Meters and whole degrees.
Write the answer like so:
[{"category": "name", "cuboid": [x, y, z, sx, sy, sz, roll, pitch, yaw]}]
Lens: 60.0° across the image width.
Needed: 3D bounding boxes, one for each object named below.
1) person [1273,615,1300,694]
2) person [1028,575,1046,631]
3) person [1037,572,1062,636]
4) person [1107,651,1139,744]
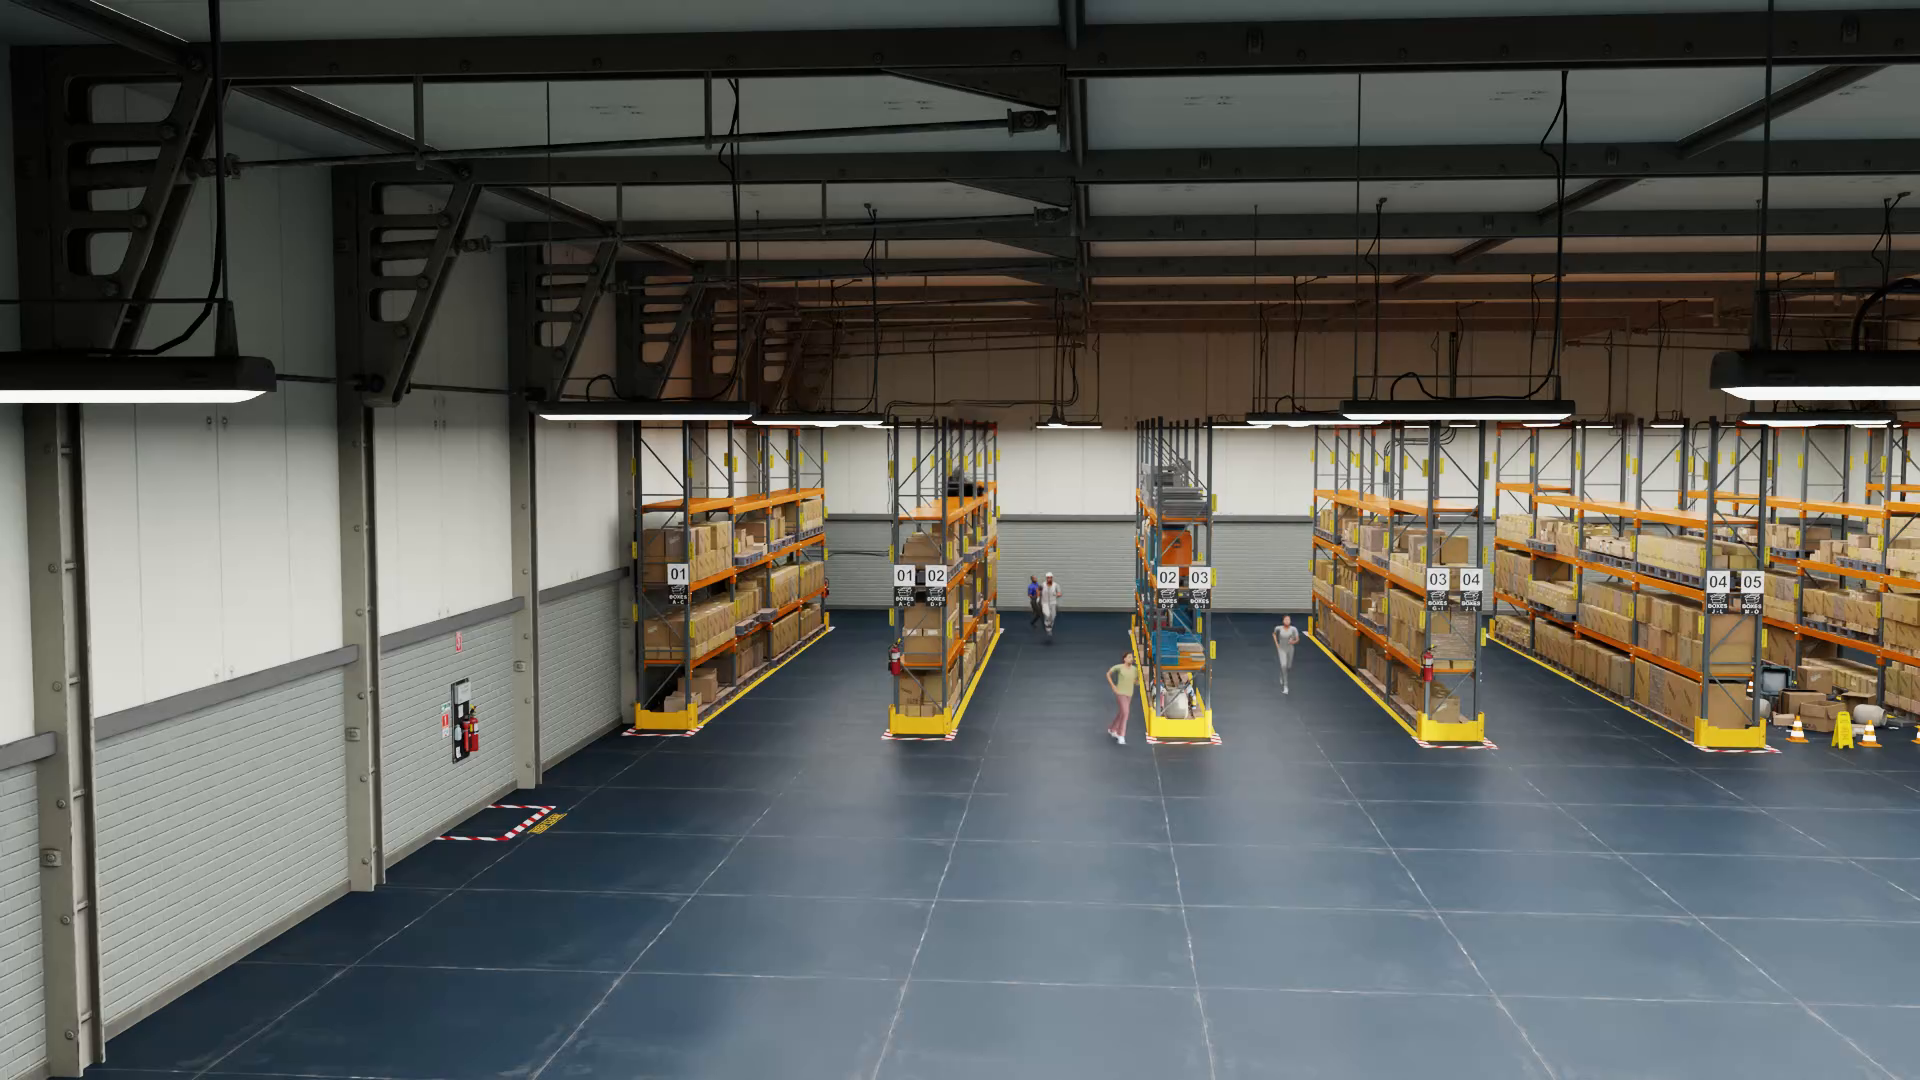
[{"category": "person", "cuboid": [7.226, 2.494, 36.804, 0.533, 1.700, 1.067, 0, 4, -3]}, {"category": "person", "cuboid": [2.194, 1.803, 47.585, 0.790, 1.624, 0.608, 4, 5, 45]}, {"category": "person", "cuboid": [2.403, 1.744, 44.857, 0.660, 1.757, 0.984, 0, 4, -3]}, {"category": "person", "cuboid": [3.037, 2.903, 30.842, 0.568, 1.694, 0.740, -2, 4, -30]}]
